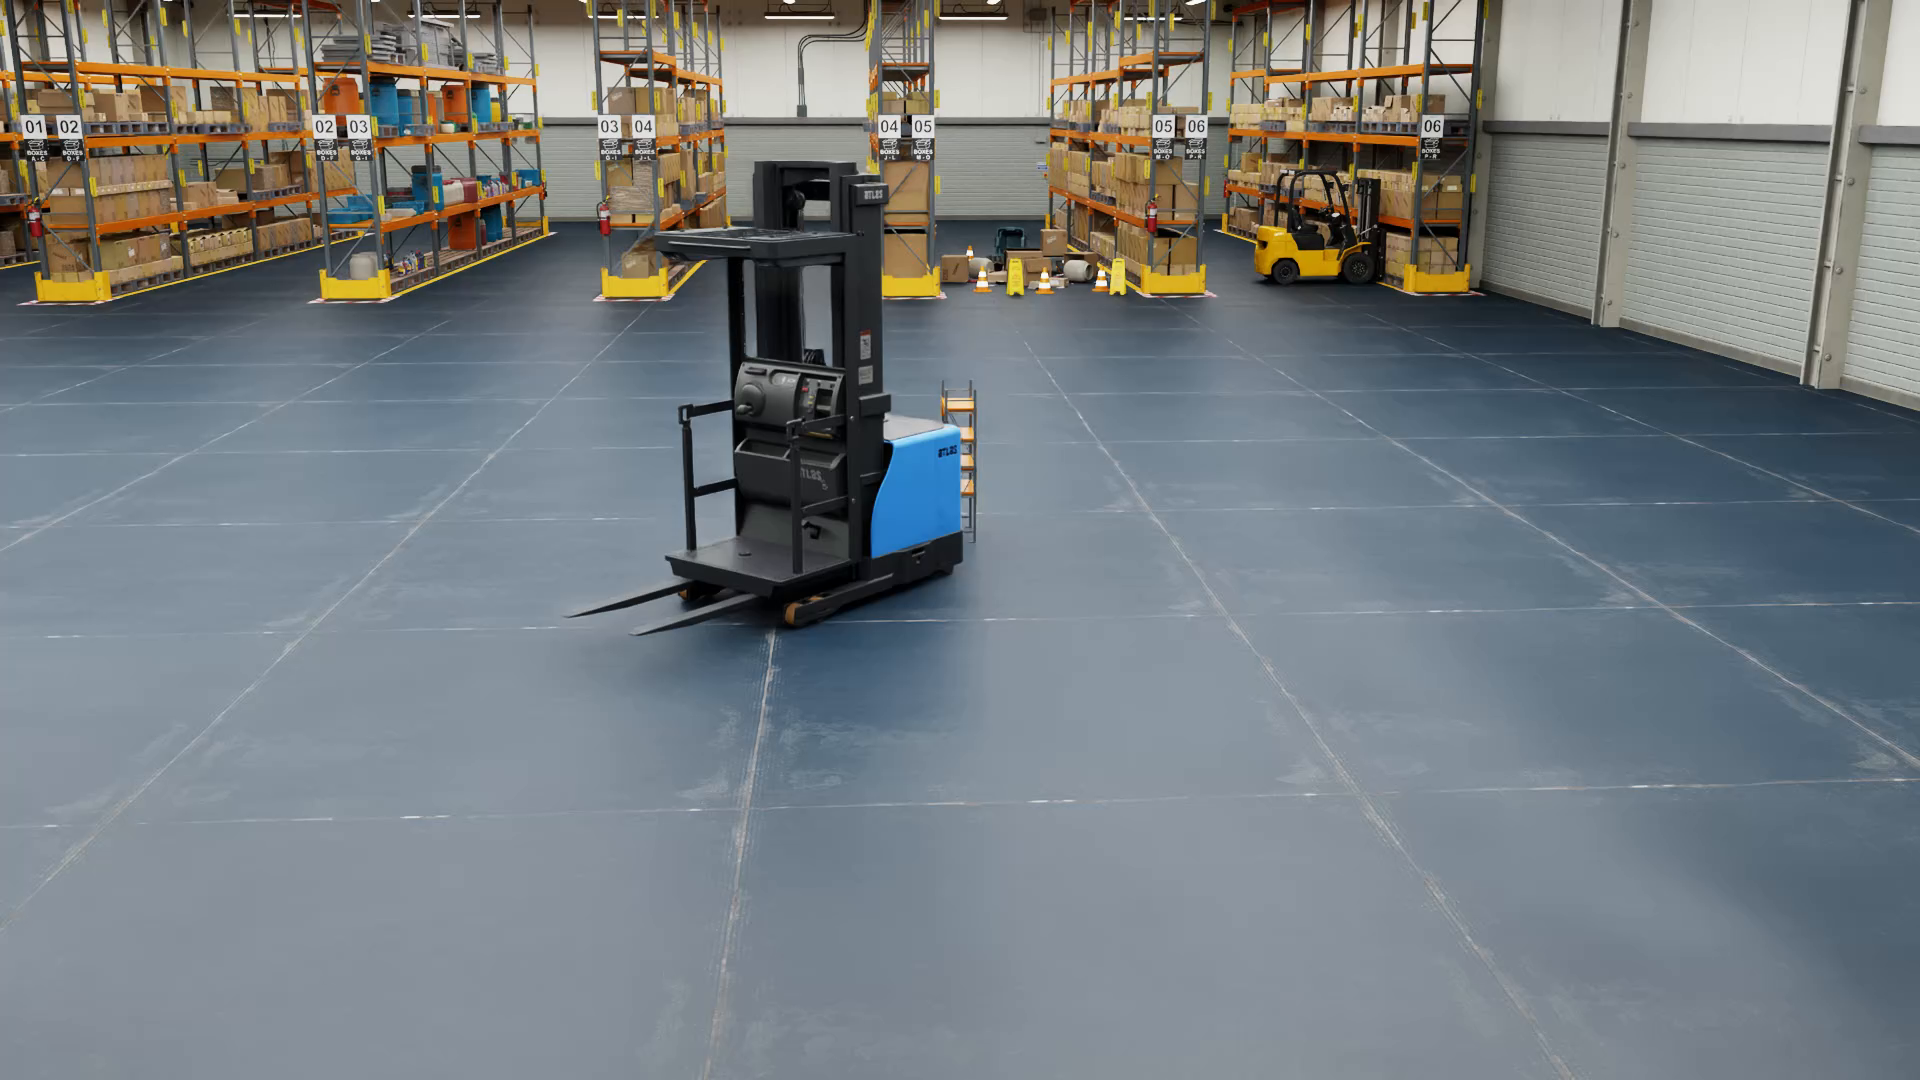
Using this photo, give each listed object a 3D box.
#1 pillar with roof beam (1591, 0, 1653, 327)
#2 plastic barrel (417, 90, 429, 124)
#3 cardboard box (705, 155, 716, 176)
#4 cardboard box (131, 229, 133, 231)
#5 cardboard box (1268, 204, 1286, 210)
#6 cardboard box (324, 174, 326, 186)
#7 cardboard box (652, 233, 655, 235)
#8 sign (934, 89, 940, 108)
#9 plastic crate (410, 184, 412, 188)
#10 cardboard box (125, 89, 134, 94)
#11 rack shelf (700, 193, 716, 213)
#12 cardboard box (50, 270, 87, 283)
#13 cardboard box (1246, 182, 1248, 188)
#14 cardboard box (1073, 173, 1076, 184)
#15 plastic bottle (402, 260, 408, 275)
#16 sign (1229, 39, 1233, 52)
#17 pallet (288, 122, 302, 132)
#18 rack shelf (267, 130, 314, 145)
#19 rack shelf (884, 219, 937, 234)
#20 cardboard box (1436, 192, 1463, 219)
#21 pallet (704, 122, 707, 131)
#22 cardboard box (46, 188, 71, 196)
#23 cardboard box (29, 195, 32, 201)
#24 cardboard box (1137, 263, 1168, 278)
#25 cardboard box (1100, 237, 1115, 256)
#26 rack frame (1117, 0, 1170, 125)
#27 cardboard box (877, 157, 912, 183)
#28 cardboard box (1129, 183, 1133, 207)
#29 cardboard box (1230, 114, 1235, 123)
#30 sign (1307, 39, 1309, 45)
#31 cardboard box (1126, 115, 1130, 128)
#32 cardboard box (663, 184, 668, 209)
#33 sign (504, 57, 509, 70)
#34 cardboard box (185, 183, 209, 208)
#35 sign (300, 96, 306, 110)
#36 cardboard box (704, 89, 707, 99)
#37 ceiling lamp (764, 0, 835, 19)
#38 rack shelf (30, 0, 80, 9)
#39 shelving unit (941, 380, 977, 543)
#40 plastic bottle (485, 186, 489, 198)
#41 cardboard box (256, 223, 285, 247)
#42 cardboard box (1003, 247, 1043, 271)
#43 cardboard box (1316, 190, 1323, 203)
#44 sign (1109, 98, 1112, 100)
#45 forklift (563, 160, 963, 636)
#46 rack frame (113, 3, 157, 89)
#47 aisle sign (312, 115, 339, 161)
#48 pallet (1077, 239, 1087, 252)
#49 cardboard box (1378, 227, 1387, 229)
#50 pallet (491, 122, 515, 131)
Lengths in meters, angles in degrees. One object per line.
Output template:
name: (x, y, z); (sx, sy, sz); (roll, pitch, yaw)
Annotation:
pillar with roof beam: (5.857, -7.666, 24.761); (9.100, 9.000, 0.400); (-1, 14, -3)
plastic barrel: (-11.440, -8.964, 34.819); (0.600, 0.901, 0.708); (-1, 14, -3)
cardboard box: (-6.438, -9.443, 41.908); (0.500, 0.500, 0.500); (-1, 14, -3)
cardboard box: (-21.496, -8.089, 42.621); (0.700, 0.500, 0.500); (-1, 14, -2)
cardboard box: (8.002, -8.410, 41.968); (0.380, 0.149, 0.250); (-2, 15, -6)
cardboard box: (-16.345, -9.040, 41.943); (0.500, 0.500, 0.500); (-1, 14, -2)
cardboard box: (-6.230, -6.310, 35.664); (0.700, 0.500, 0.500); (-2, 15, -8)
sign: (-0.409, -7.874, 29.678); (0.100, 0.325, 0.005); (-1, 14, -3)
plastic crate: (-11.564, -7.439, 35.790); (0.402, 0.464, 0.583); (-1, 14, -3)
cardboard box: (-21.364, -11.214, 42.324); (0.500, 0.500, 0.500); (-2, 15, -6)
rack shelf: (-6.539, -8.040, 39.698); (1.077, 0.370, 4.000); (-1, 14, -3)
cardboard box: (-16.135, -4.750, 30.143); (0.500, 0.250, 0.500); (-1, 14, -3)
cardboard box: (7.832, -9.454, 44.255); (0.380, 0.149, 0.250); (-1, 14, -4)
cardboard box: (3.039, -8.839, 40.659); (0.500, 0.250, 0.500); (-1, 14, -3)
plastic bottle: (-10.660, -5.235, 31.920); (0.061, 0.283, 0.133); (-1, 14, -3)
sign: (7.392, -13.499, 45.398); (0.100, 0.325, 0.005); (-1, 14, -3)
pallet: (-16.580, -9.932, 39.966); (1.213, 0.211, 1.003); (-1, 14, -3)
rack shelf: (-16.675, -10.335, 42.600); (1.077, 0.370, 4.000); (-1, 14, -3)
rack shelf: (-1.087, -6.102, 32.166); (1.077, 0.370, 4.000); (-1, 14, -3)
cardboard box: (9.172, -6.308, 31.322); (0.500, 0.500, 0.500); (0, 14, -2)
pallet: (-6.557, -10.019, 40.309); (0.805, 0.209, 1.217); (-1, 15, -6)
cardboard box: (-16.021, -6.204, 29.617); (0.380, 0.149, 0.250); (-1, 14, -4)
cardboard box: (-21.043, -7.698, 37.389); (0.380, 0.149, 0.250); (-1, 14, -3)
cardboard box: (3.651, -5.129, 31.616); (0.500, 0.250, 0.500); (-1, 14, -4)
cardboard box: (3.596, -6.462, 36.552); (0.950, 0.372, 0.625); (0, 14, -2)
rack frame: (3.724, -9.955, 33.656); (1.000, 3.000, 0.127); (-1, 14, -3)
cardboard box: (-1.176, -7.180, 32.442); (0.875, 0.550, 0.550); (-1, 14, -3)
cardboard box: (3.596, -6.753, 32.455); (0.500, 0.500, 0.500); (-1, 14, -3)
cardboard box: (7.689, -11.521, 45.467); (0.500, 0.250, 0.500); (-1, 14, -4)
sign: (8.735, -12.561, 41.593); (0.100, 0.325, 0.005); (-1, 14, -3)
cardboard box: (3.537, -8.207, 32.587); (0.500, 0.250, 0.500); (-1, 14, -3)
cardboard box: (-6.084, -6.603, 31.873); (0.875, 0.500, 0.500); (-1, 14, -3)
sign: (-11.057, -11.621, 40.555); (0.100, 0.325, 0.005); (-1, 14, -3)
cardboard box: (-16.150, -7.239, 34.943); (0.500, 0.500, 0.500); (-1, 14, -3)
sign: (-15.997, -10.637, 40.501); (0.100, 0.325, 0.005); (-1, 14, -3)
cardboard box: (-6.796, -11.494, 42.911); (0.500, 0.250, 0.500); (-1, 14, -5)
ceiling lamp: (-4.547, -16.320, 46.680); (2.000, 3.185, 0.800); (-1, 14, -3)
rack shelf: (-21.371, -12.325, 37.645); (1.077, 0.370, 4.000); (-1, 14, -3)
shelving unit: (-0.010, -0.622, 13.037); (0.258, 1.200, 0.503); (-1, 14, -3)
plastic bottle: (-11.089, -8.159, 38.950); (0.061, 0.283, 0.133); (-1, 14, -3)
cardboard box: (-16.110, -7.114, 38.789); (0.500, 0.500, 0.500); (-1, 14, -4)
cardboard box: (1.269, -5.541, 33.281); (0.797, 0.637, 0.503); (-1, 14, -3)
cardboard box: (8.278, -7.682, 37.163); (0.500, 0.250, 0.500); (-1, 14, -5)
sign: (3.769, -10.905, 41.701); (0.100, 0.325, 0.005); (-1, 14, -3)
forklift: (-1.278, -0.984, 10.970); (1.130, 2.935, 3.031); (11, 18, 36)
rack frame: (-21.742, -12.557, 43.769); (1.000, 3.000, 0.127); (-1, 14, -3)
aisle sign: (-11.155, -7.061, 29.234); (0.394, 0.787, 0.004); (-1, 14, -3)
pallet: (3.430, -7.193, 40.561); (1.003, 0.211, 1.213); (-1, 14, -3)
cardboard box: (8.416, -6.230, 33.890); (0.500, 0.250, 0.500); (-1, 14, -3)
pallet: (-11.460, -9.977, 40.143); (1.213, 0.211, 1.003); (-1, 14, -3)
